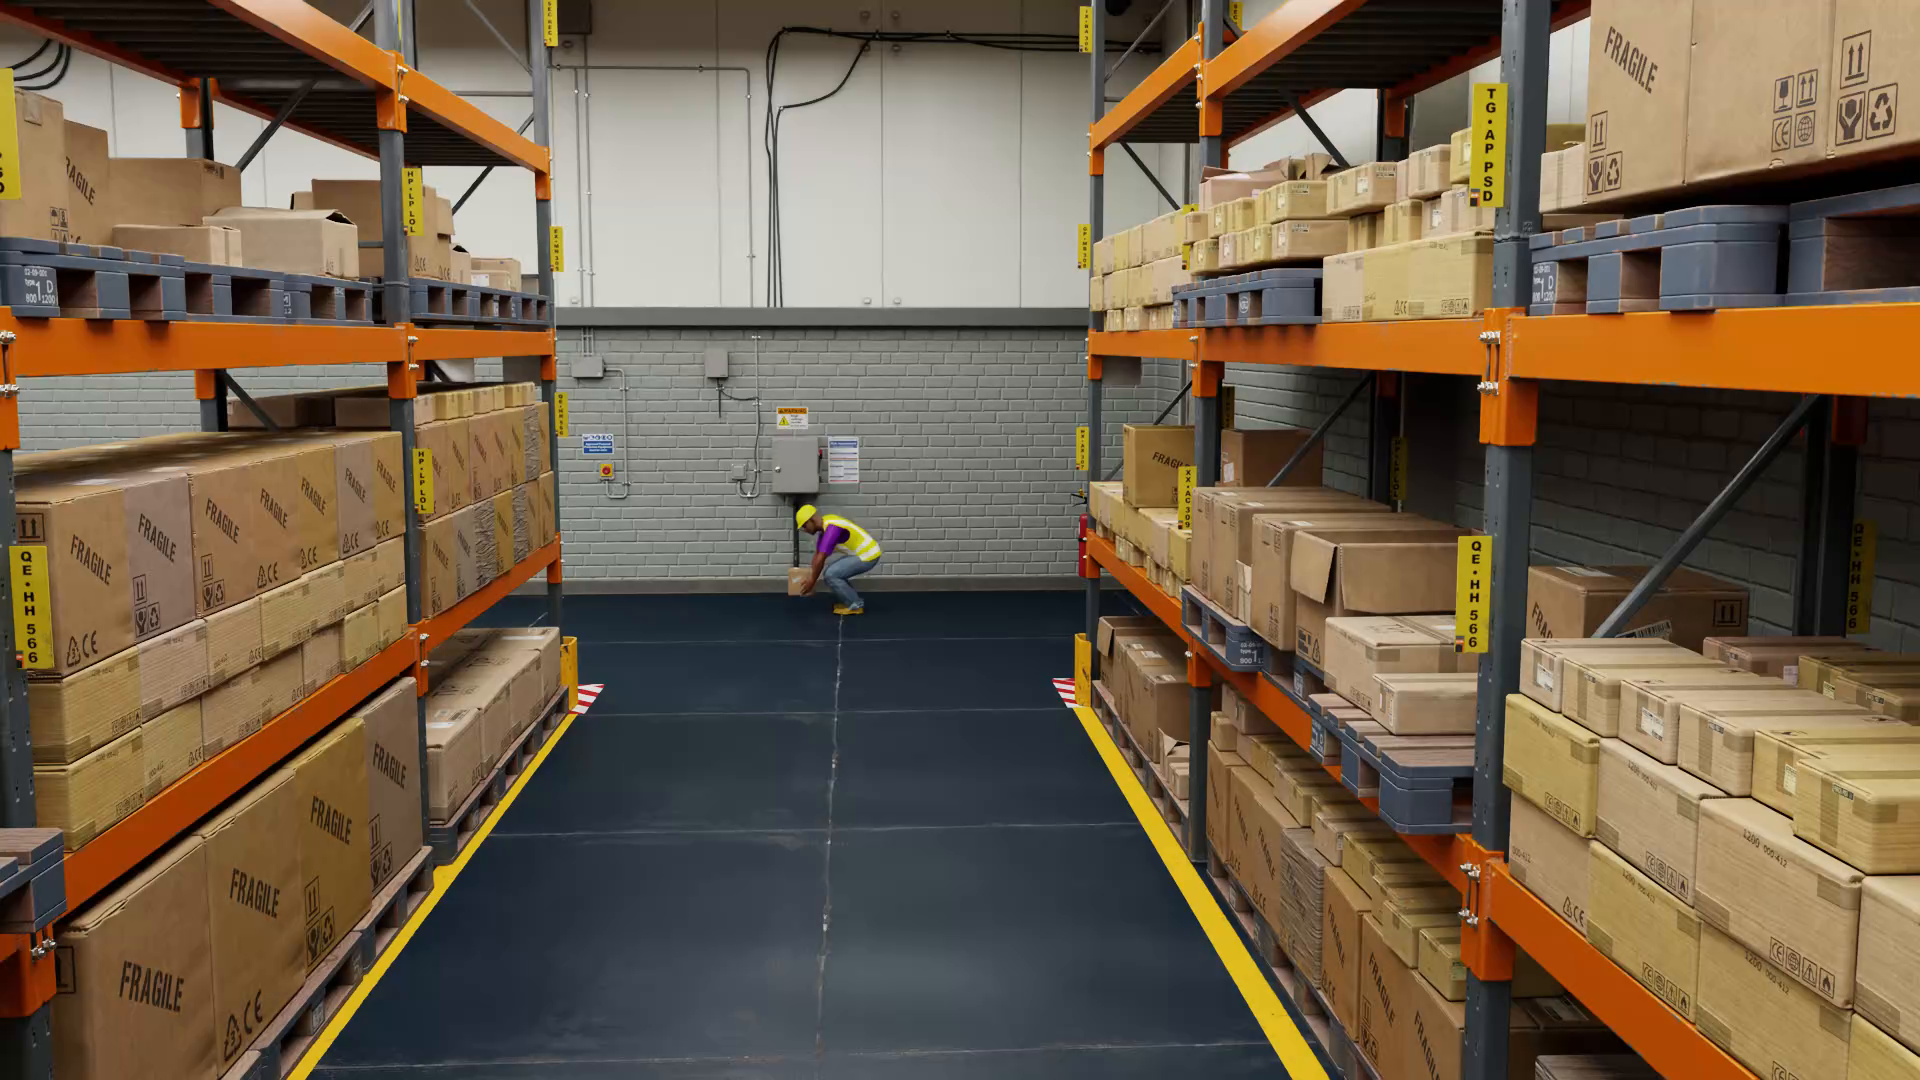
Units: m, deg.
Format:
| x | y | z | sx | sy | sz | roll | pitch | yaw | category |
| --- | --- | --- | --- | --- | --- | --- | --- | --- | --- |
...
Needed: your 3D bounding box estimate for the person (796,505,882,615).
| x | y | z | sx | sy | sz | roll | pitch | yaw | category |
| --- | --- | --- | --- | --- | --- | --- | --- | --- | --- |
| -1.221 | 0.194 | 16.794 | 0.860 | 1.111 | 0.603 | 0 | 7 | -4 | person |
